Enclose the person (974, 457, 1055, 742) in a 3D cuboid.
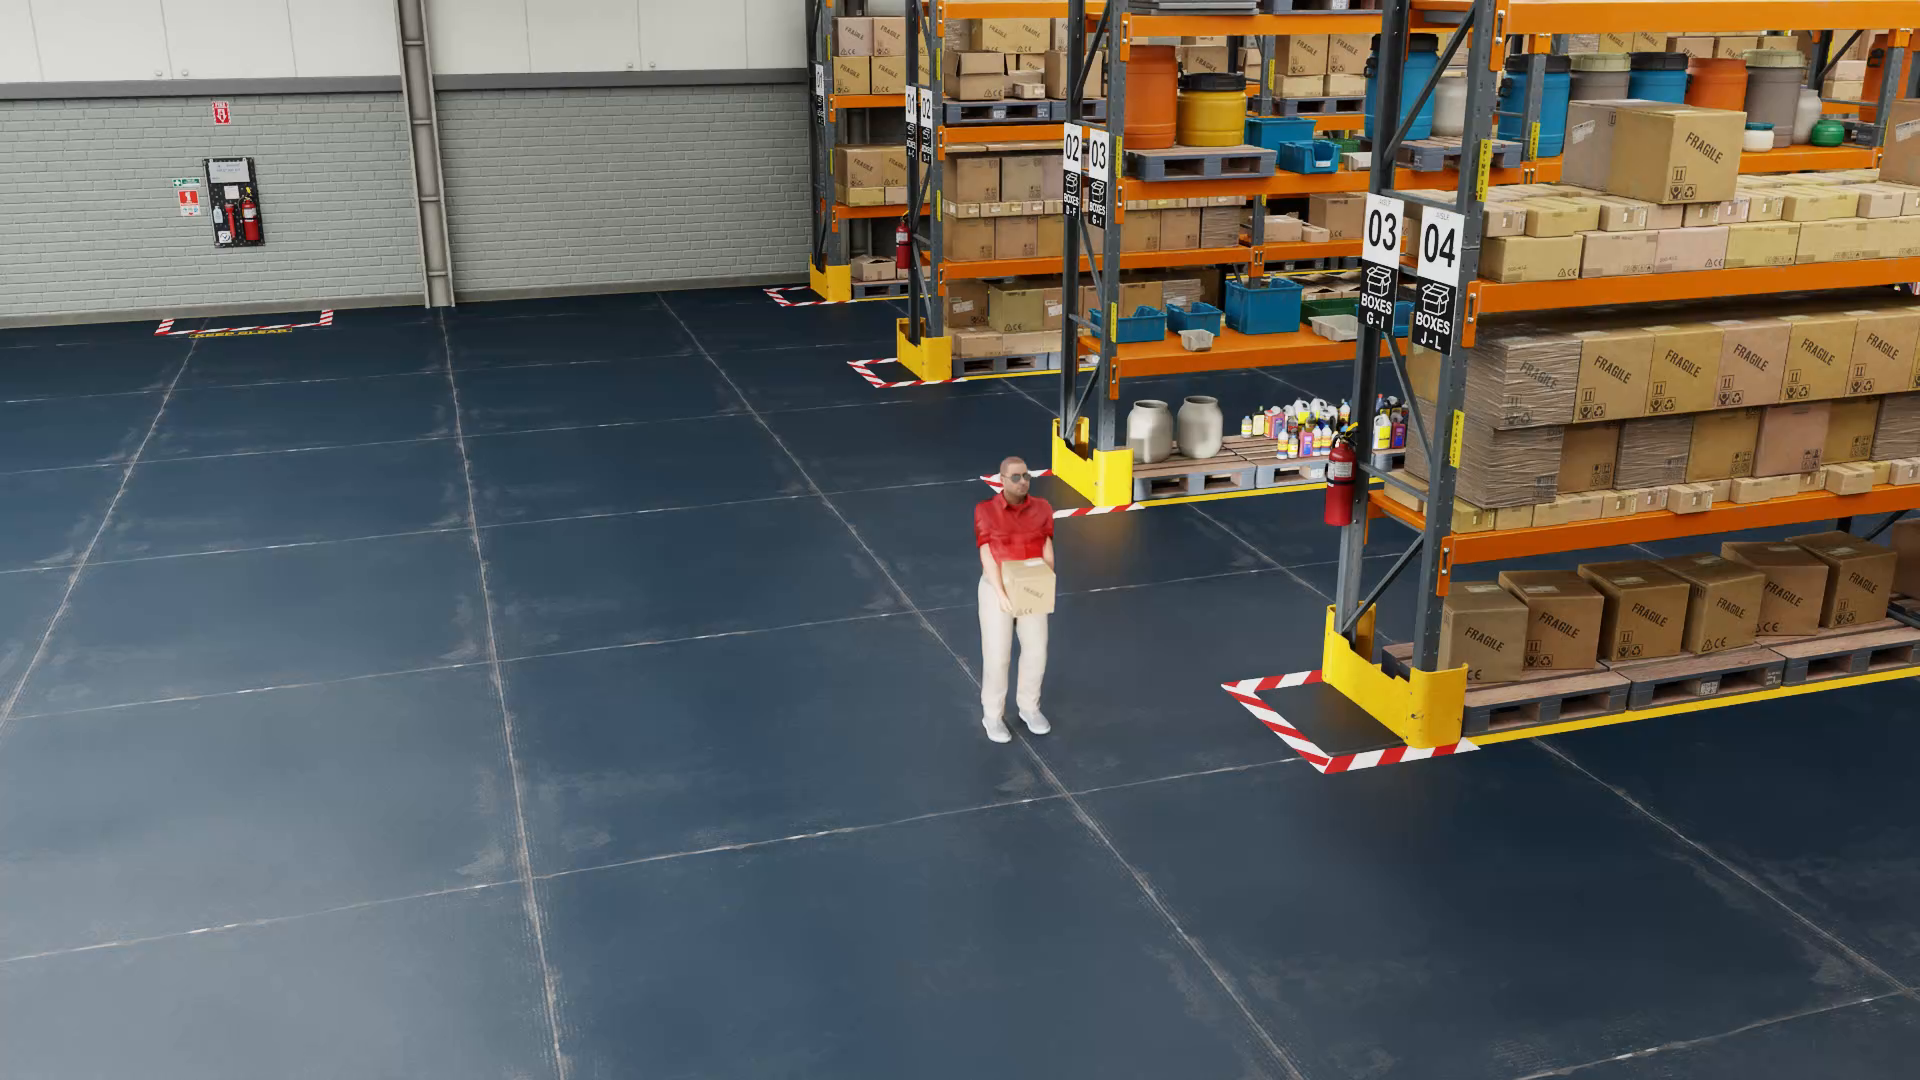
[{"bbox_3d":[0.363,0.370,10.042,0.493,1.712,0.531,-6,20,-17],"label":"person"}]
